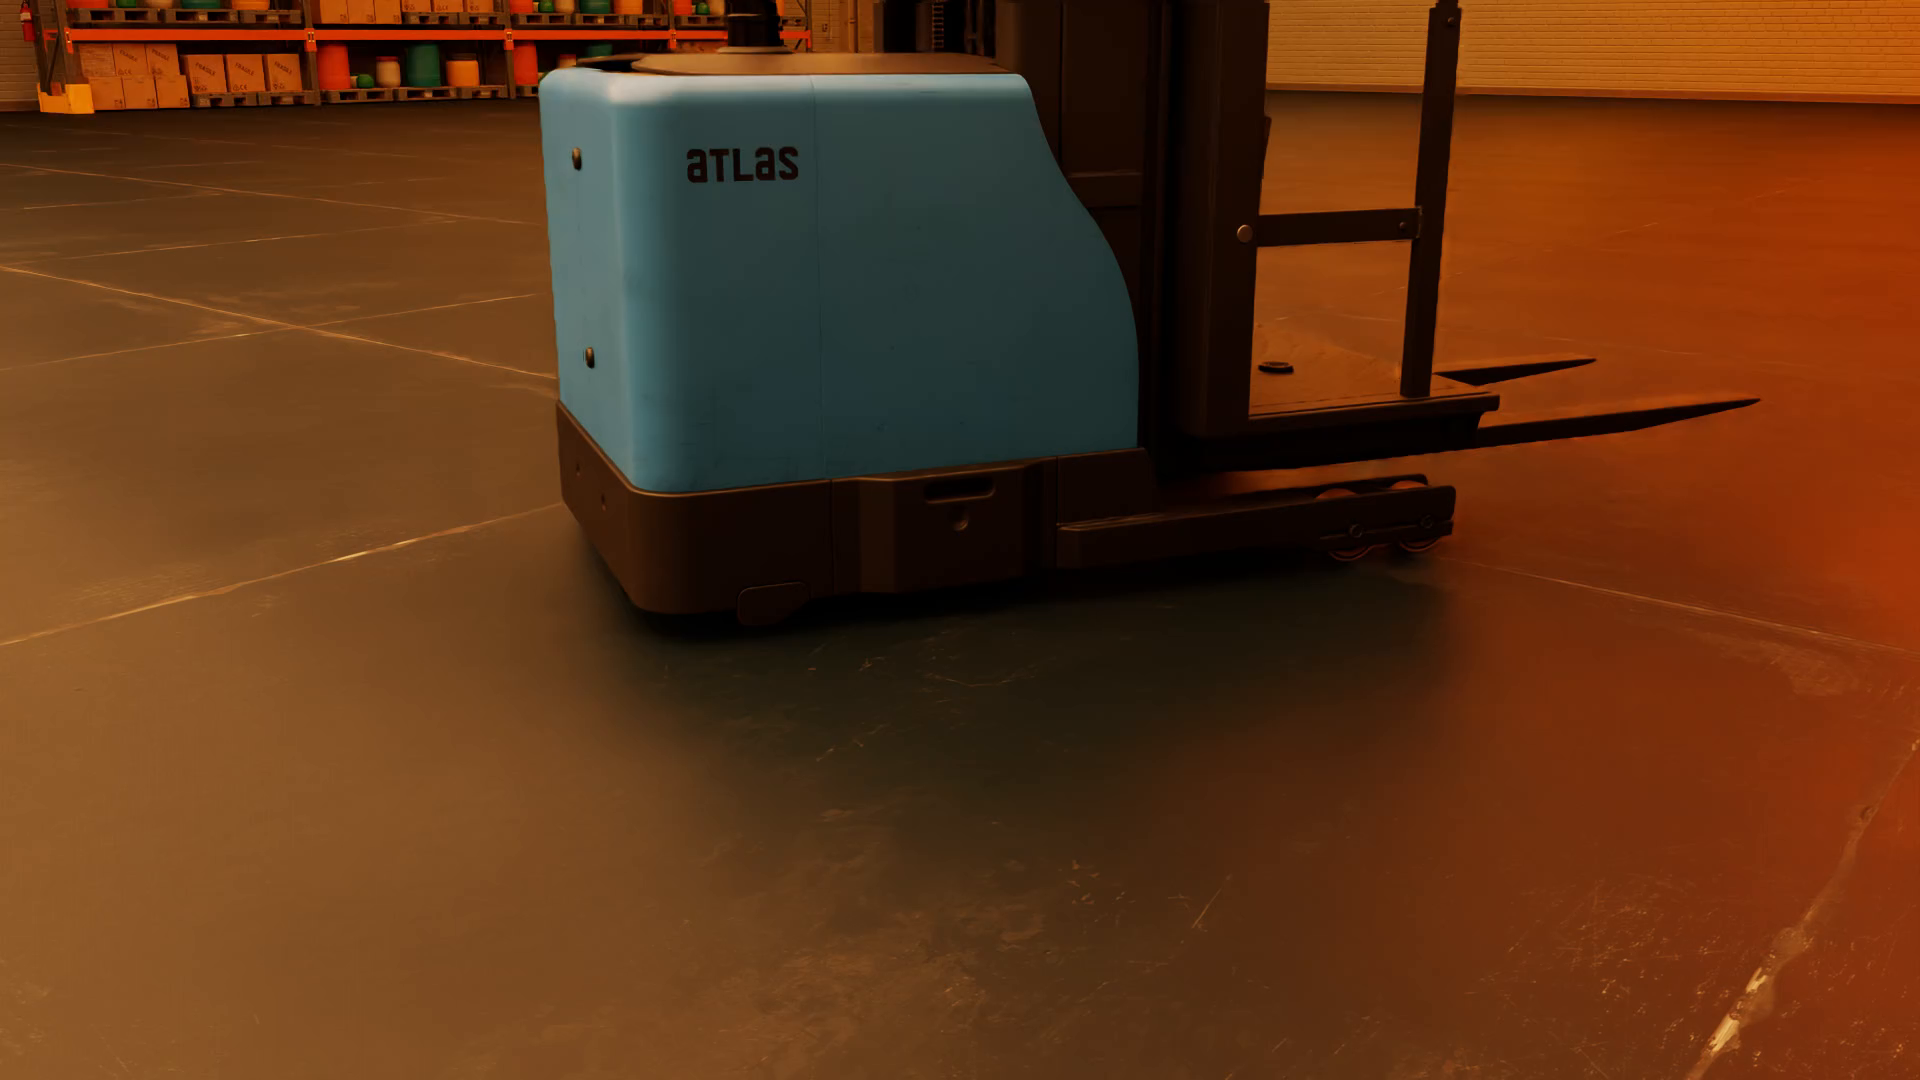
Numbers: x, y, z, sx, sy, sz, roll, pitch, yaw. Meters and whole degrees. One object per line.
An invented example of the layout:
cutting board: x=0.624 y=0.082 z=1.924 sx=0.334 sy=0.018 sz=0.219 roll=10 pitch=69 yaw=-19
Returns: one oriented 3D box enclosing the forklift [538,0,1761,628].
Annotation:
forklift: x=0.599 y=-1.487 z=3.793 sx=3.031 sy=2.935 sz=1.130 roll=-7 pitch=18 yaw=-21
